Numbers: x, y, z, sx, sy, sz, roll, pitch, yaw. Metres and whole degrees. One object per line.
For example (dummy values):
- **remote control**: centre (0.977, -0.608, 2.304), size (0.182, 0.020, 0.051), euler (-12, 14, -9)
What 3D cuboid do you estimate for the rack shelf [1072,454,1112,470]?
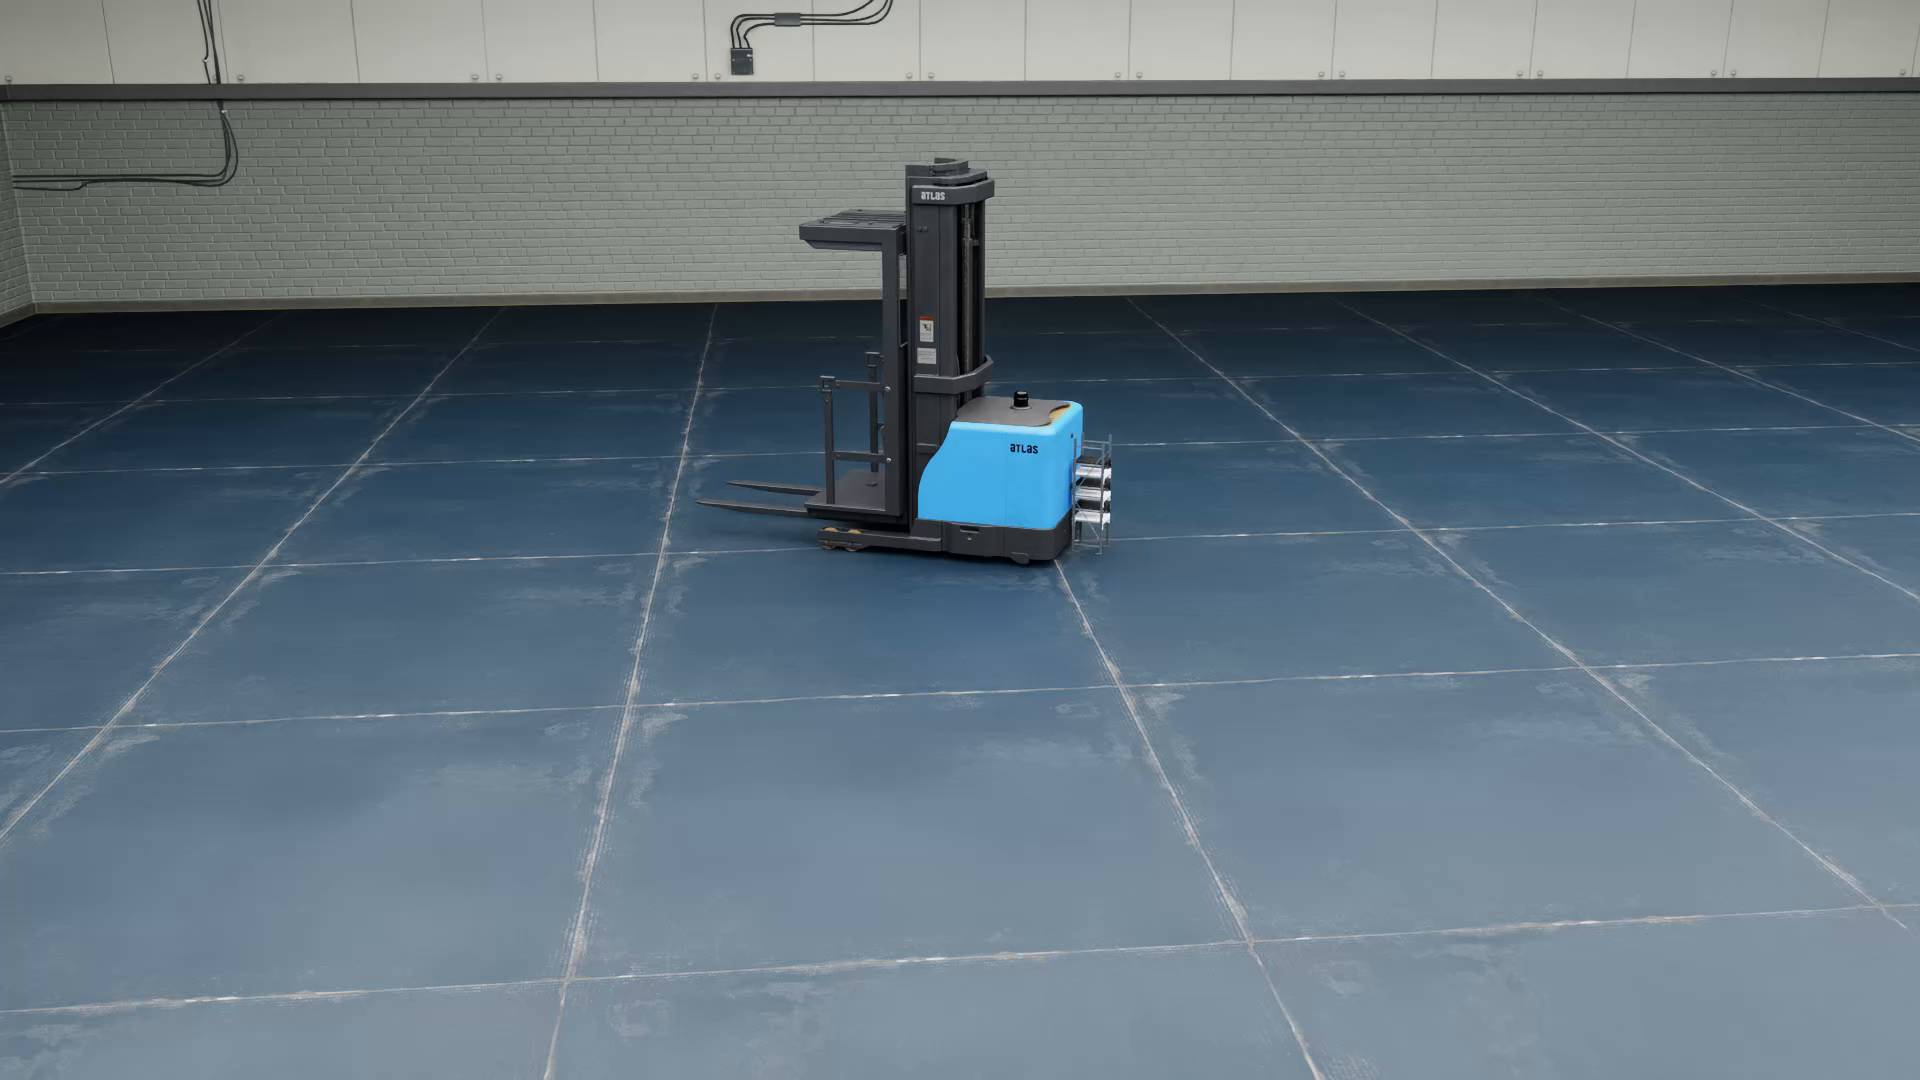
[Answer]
- **rack shelf**: centre (1.014, -0.584, 12.745), size (0.258, 0.077, 0.200), euler (6, 18, 19)

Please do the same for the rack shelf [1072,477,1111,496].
- **rack shelf**: centre (1.014, -0.412, 12.799), size (0.258, 0.077, 0.200), euler (6, 18, 19)

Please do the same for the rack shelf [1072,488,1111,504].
- **rack shelf**: centre (1.014, -0.326, 12.826), size (0.258, 0.077, 0.200), euler (6, 18, 19)

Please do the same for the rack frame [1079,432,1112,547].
- **rack frame**: centre (1.048, -0.387, 12.907), size (0.240, 0.900, 0.006), euler (6, 18, 19)

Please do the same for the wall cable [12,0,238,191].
- **wall cable**: centre (-11.492, -6.020, 22.512), size (3.097, 2.526, 0.112), euler (-2, 18, -6)

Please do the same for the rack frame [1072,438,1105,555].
- **rack frame**: centre (0.979, -0.330, 12.724), size (0.240, 0.900, 0.006), euler (6, 18, 19)

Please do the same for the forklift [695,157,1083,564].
- **forklift**: centre (-0.601, -1.454, 12.917), size (3.031, 2.935, 1.130), euler (5, 18, 16)

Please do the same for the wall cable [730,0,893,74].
- **wall cable**: centre (-2.048, -9.412, 22.457), size (2.305, 6.003, 0.169), euler (-2, 18, -6)

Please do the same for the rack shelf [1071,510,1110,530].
- **rack shelf**: centre (1.014, -0.155, 12.879), size (0.258, 0.077, 0.200), euler (6, 18, 19)

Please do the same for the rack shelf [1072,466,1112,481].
- **rack shelf**: centre (1.014, -0.498, 12.772), size (0.258, 0.077, 0.200), euler (6, 18, 19)

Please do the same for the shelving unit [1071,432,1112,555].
- **shelving unit**: centre (1.014, -0.358, 12.816), size (0.258, 0.900, 0.210), euler (6, 18, 19)

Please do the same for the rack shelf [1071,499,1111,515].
- **rack shelf**: centre (1.014, -0.241, 12.853), size (0.258, 0.077, 0.200), euler (6, 18, 19)
